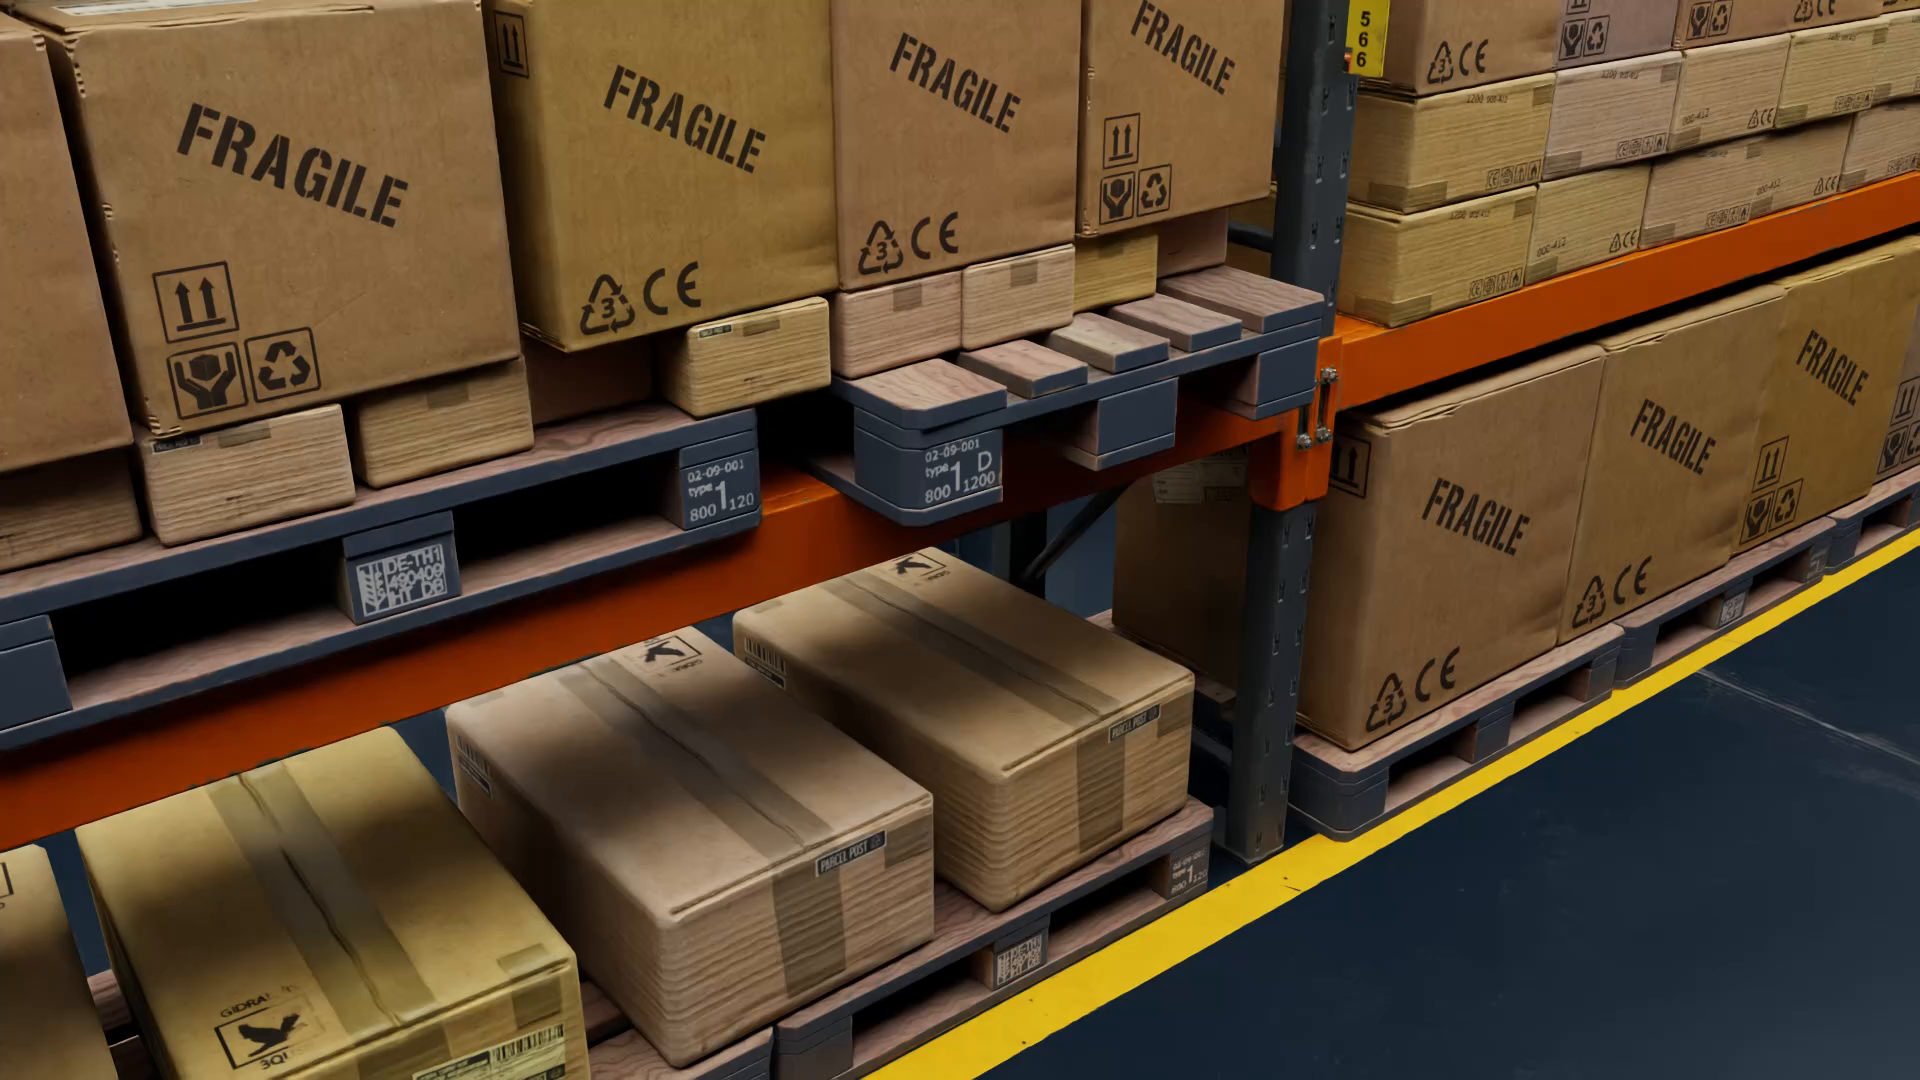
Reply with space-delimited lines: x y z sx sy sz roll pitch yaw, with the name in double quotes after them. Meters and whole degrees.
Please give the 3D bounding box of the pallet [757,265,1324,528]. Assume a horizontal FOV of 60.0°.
-0.053 -0.438 3.358 1.003 0.211 1.213 -18 31 -34 "pallet"

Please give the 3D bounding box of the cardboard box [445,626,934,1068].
-0.585 0.594 3.529 0.625 0.372 0.950 -19 31 -35 "cardboard box"

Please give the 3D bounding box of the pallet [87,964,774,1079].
-1.133 1.037 3.264 1.213 0.211 1.003 -18 31 -34 "pallet"

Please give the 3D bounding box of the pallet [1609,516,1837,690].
2.068 0.025 5.446 1.213 0.211 1.003 -18 31 -34 "pallet"

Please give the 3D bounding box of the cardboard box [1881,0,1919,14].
2.579 -1.822 4.806 0.500 0.500 0.500 -17 30 -33 "cardboard box"

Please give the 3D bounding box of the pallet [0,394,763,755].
-1.091 -0.130 2.695 1.213 0.211 1.003 -18 31 -34 "pallet"

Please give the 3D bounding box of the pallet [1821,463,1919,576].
3.029 -0.294 6.132 1.213 0.211 1.003 -18 31 -34 "pallet"

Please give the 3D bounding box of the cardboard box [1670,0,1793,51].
1.782 -1.552 4.225 0.500 0.500 0.500 -17 30 -33 "cardboard box"

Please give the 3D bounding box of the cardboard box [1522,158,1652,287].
1.375 -0.860 4.218 0.500 0.250 0.500 -19 31 -35 "cardboard box"

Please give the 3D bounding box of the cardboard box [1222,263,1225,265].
0.679 -0.894 4.292 0.500 0.250 0.500 -20 31 -36 "cardboard box"

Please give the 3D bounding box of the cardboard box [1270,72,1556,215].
0.993 -0.954 3.826 0.500 0.250 0.500 -19 31 -34 "cardboard box"

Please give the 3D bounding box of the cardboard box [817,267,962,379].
-0.211 -0.422 2.895 0.250 0.149 0.380 -20 32 -36 "cardboard box"

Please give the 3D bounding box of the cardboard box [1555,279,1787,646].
1.741 -0.354 4.975 0.875 0.875 0.875 -18 30 -33 "cardboard box"

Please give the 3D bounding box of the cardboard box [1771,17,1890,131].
2.207 -1.340 4.659 0.500 0.250 0.500 -18 30 -33 "cardboard box"

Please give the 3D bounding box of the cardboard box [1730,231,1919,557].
2.445 -0.586 5.475 0.875 0.875 0.875 -17 30 -33 "cardboard box"

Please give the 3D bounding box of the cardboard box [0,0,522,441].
-0.971 -0.495 2.282 0.500 0.500 0.500 -20 31 -36 "cardboard box"

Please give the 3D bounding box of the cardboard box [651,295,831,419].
-0.419 -0.346 2.731 0.250 0.149 0.380 -18 30 -33 "cardboard box"

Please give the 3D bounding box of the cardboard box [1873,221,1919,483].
3.151 -0.823 5.986 0.875 0.875 0.875 -17 30 -32 "cardboard box"

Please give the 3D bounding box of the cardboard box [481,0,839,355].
-0.541 -0.636 2.587 0.500 0.500 0.500 -21 32 -37 "cardboard box"

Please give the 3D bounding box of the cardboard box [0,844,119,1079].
-1.731 0.971 2.718 0.625 0.372 0.950 -16 29 -31 "cardboard box"

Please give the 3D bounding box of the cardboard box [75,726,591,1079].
-1.185 0.789 3.109 0.625 0.372 0.950 -17 30 -32 "cardboard box"

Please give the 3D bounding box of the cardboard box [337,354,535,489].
-0.841 -0.230 2.481 0.250 0.149 0.380 -19 31 -36 "cardboard box"

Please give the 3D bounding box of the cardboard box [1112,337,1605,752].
1.037 -0.124 4.478 0.875 0.875 0.875 -19 31 -34 "cardboard box"

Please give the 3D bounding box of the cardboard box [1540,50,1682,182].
1.400 -1.088 4.114 0.500 0.250 0.500 -17 30 -33 "cardboard box"

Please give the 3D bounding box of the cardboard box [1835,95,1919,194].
2.582 -1.259 5.079 0.500 0.250 0.500 -19 31 -35 "cardboard box"

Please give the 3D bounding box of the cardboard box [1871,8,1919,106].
2.600 -1.479 4.958 0.500 0.250 0.500 -17 30 -33 "cardboard box"

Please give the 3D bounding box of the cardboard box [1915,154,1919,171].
2.990 -1.384 5.347 0.500 0.250 0.500 -19 31 -35 "cardboard box"

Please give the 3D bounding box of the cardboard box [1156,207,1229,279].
0.329 -0.658 3.405 0.250 0.149 0.380 -17 30 -32 "cardboard box"

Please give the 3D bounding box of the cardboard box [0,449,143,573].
-1.274 -0.099 2.200 0.250 0.149 0.380 -18 30 -34 "cardboard box"

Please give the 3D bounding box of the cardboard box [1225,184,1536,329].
0.982 -0.721 3.918 0.500 0.250 0.500 -19 31 -35 "cardboard box"

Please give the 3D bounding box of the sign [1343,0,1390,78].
0.784 -1.057 3.183 0.005 0.325 0.100 -18 31 -34 "sign"

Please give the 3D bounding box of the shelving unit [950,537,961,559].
0.006 -0.410 5.565 0.210 0.900 0.258 -18 31 -34 "shelving unit"

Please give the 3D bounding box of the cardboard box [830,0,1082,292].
-0.144 -0.768 2.870 0.500 0.500 0.500 -19 31 -35 "cardboard box"

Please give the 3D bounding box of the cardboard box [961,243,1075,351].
-0.008 -0.485 3.031 0.250 0.149 0.380 -19 31 -34 "cardboard box"

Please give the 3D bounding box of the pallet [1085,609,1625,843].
1.109 0.340 4.767 1.213 0.211 1.003 -18 31 -34 "pallet"

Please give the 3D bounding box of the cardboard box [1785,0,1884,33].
2.181 -1.682 4.505 0.500 0.500 0.500 -18 30 -33 "cardboard box"

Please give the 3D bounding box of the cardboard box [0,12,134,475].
-1.369 -0.358 1.987 0.500 0.500 0.500 -18 31 -34 "cardboard box"

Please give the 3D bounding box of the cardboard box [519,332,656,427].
-0.694 -0.322 2.681 0.250 0.149 0.380 -18 30 -34 "cardboard box"

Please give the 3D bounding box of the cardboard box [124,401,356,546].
-1.033 -0.151 2.311 0.250 0.149 0.380 -17 30 -32 "cardboard box"

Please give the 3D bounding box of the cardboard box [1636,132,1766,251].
1.792 -0.994 4.508 0.500 0.250 0.500 -17 30 -32 "cardboard box"

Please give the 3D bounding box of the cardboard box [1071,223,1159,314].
0.163 -0.565 3.204 0.250 0.149 0.380 -18 30 -33 "cardboard box"

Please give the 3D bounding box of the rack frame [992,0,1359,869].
0.442 -0.745 3.792 0.127 3.000 1.000 -18 31 -34 "rack frame"

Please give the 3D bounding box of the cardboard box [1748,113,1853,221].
2.178 -1.124 4.786 0.500 0.250 0.500 -18 31 -34 "cardboard box"

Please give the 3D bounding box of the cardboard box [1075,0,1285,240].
0.256 -0.906 3.167 0.500 0.500 0.500 -19 31 -35 "cardboard box"

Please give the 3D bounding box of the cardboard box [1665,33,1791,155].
1.800 -1.213 4.385 0.500 0.250 0.500 -18 31 -34 "cardboard box"

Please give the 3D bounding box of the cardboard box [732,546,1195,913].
-0.009 0.400 3.948 0.625 0.372 0.950 -21 32 -37 "cardboard box"

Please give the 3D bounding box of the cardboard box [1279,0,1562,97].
0.981 -1.291 3.662 0.500 0.500 0.500 -19 31 -36 "cardboard box"

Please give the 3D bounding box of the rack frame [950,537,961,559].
-0.074 -0.384 5.508 0.006 0.900 0.240 -18 31 -34 "rack frame"

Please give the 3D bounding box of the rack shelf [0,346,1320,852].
-1.132 0.101 2.824 4.000 0.370 1.077 -18 31 -34 "rack shelf"

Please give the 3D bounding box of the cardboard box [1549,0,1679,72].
1.365 -1.423 3.947 0.500 0.500 0.500 -18 30 -34 "cardboard box"

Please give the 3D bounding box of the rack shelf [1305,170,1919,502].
2.016 -0.938 5.063 4.000 0.370 1.077 -18 31 -34 "rack shelf"

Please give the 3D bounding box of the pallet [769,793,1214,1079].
-0.174 0.722 3.943 1.213 0.211 1.003 -18 31 -34 "pallet"
